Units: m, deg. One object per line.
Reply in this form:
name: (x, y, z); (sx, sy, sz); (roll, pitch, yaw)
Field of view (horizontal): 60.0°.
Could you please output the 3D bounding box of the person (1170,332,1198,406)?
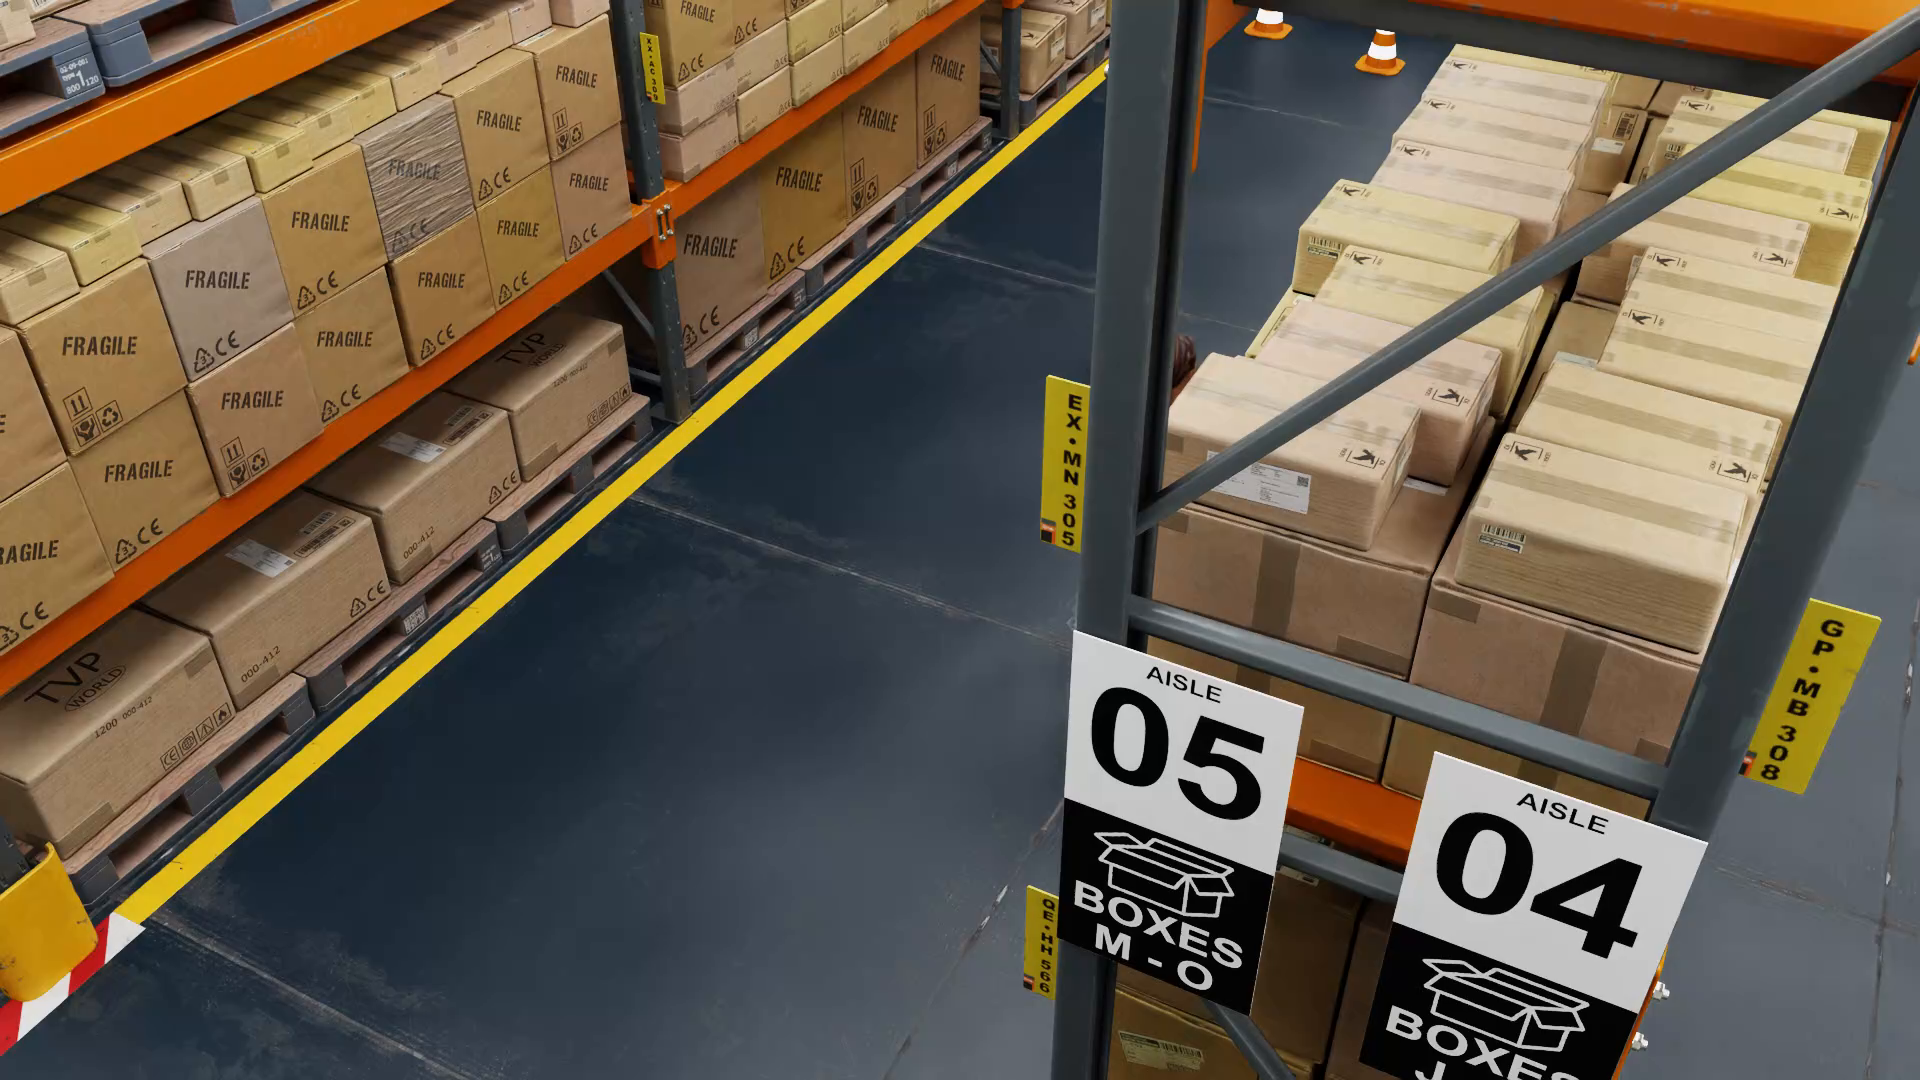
person: (0.863, -0.135, 6.901); (0.470, 1.668, 0.441); (22, 43, 26)
